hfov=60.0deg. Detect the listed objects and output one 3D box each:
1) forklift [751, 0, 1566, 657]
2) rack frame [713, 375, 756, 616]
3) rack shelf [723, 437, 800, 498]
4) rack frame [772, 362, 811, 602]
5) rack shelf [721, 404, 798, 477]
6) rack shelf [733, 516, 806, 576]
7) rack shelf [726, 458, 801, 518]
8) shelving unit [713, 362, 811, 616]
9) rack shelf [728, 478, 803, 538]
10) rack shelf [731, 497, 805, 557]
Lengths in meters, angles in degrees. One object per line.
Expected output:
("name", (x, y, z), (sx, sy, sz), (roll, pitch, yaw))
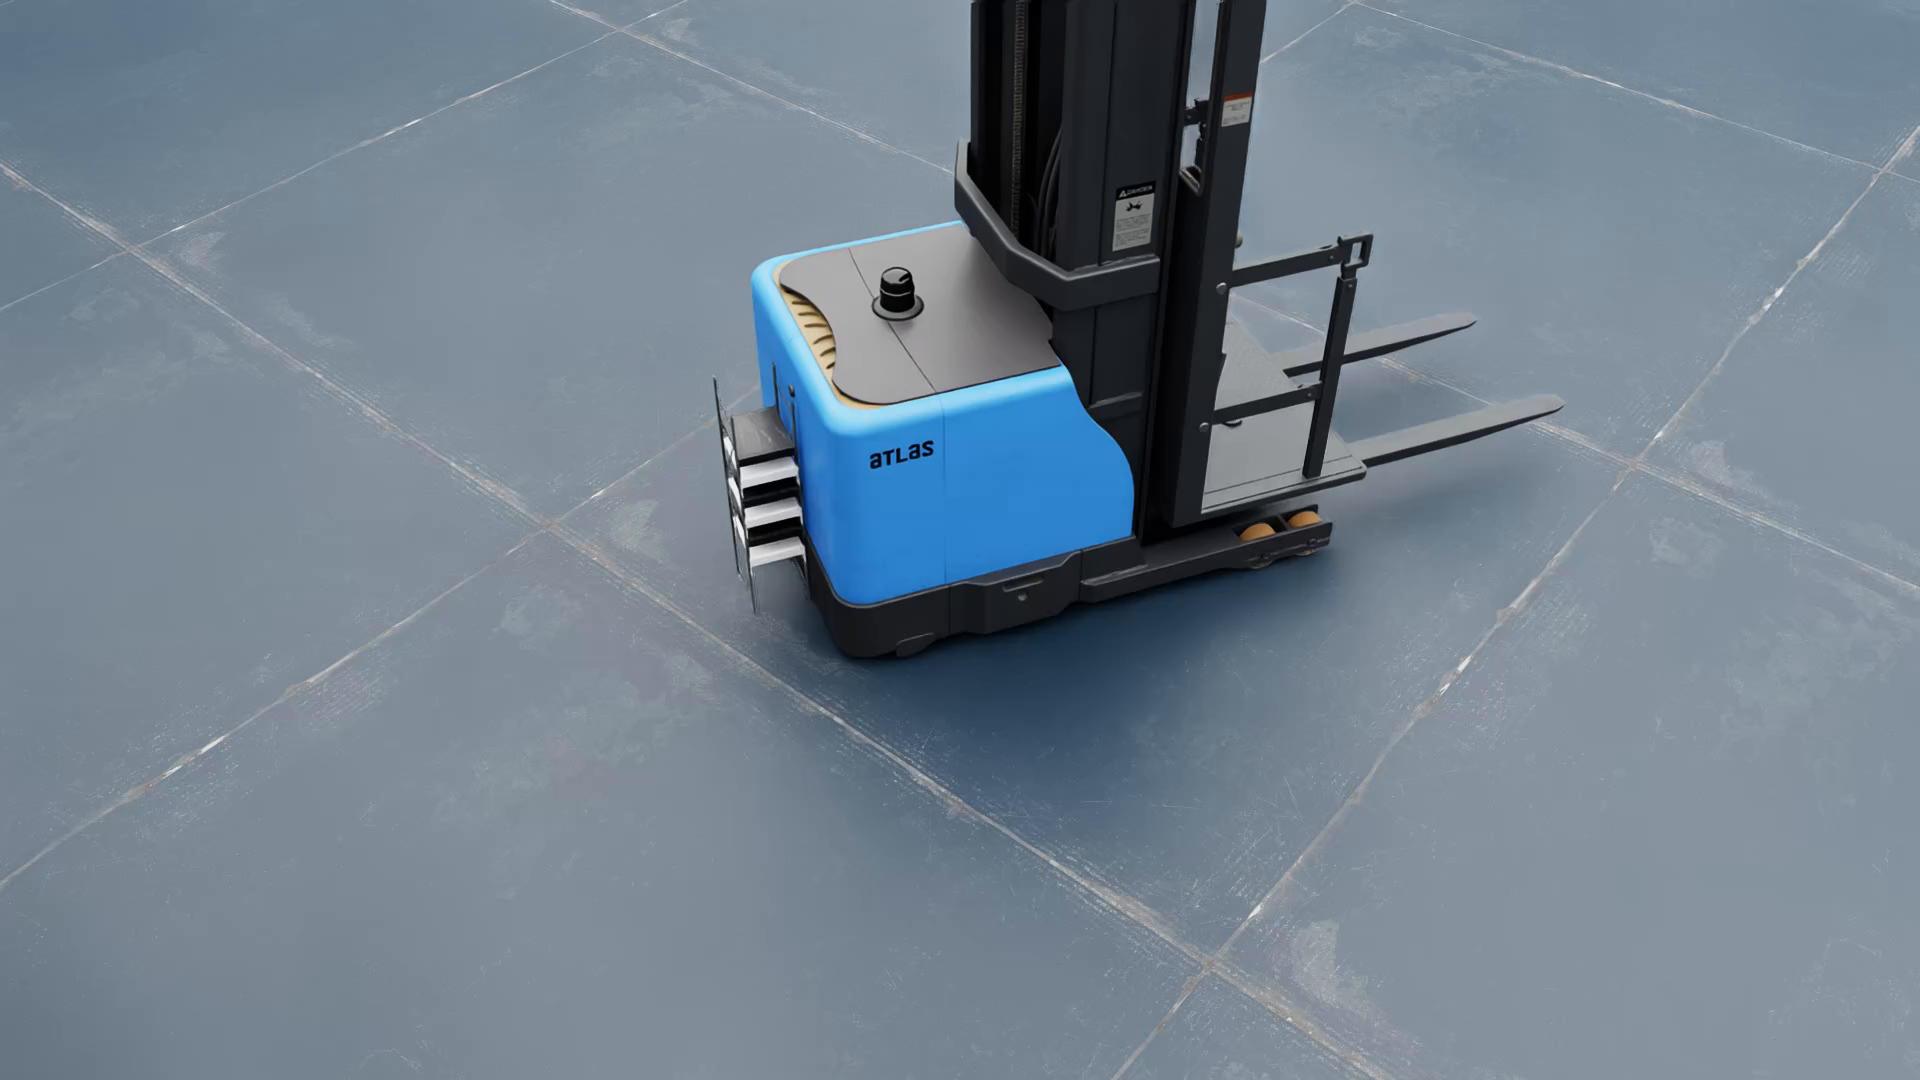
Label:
("forklift", (0.839, -1.299, 5.500), (3.031, 2.935, 1.130), (-14, 44, -15))
("rack frame", (-0.775, -0.138, 5.732), (0.006, 0.900, 0.240), (-14, 44, -15))
("rack shelf", (-0.680, -0.270, 5.660), (0.200, 0.077, 0.258), (-14, 44, -15))
("rack frame", (-0.585, -0.186, 5.786), (0.006, 0.900, 0.240), (-14, 44, -15))
("rack shelf", (-0.680, -0.337, 5.600), (0.200, 0.077, 0.258), (-14, 44, -15))
("rack shelf", (-0.680, -0.004, 5.903), (0.200, 0.077, 0.258), (-14, 44, -15))
("rack shelf", (-0.680, -0.204, 5.721), (0.200, 0.077, 0.258), (-14, 44, -15))
("shelving unit", (-0.680, -0.162, 5.759), (0.210, 0.900, 0.258), (-14, 44, -15))
("rack shelf", (-0.680, -0.137, 5.782), (0.200, 0.077, 0.258), (-14, 44, -15))
("rack shelf", (-0.680, -0.071, 5.842), (0.200, 0.077, 0.258), (-14, 44, -15))
